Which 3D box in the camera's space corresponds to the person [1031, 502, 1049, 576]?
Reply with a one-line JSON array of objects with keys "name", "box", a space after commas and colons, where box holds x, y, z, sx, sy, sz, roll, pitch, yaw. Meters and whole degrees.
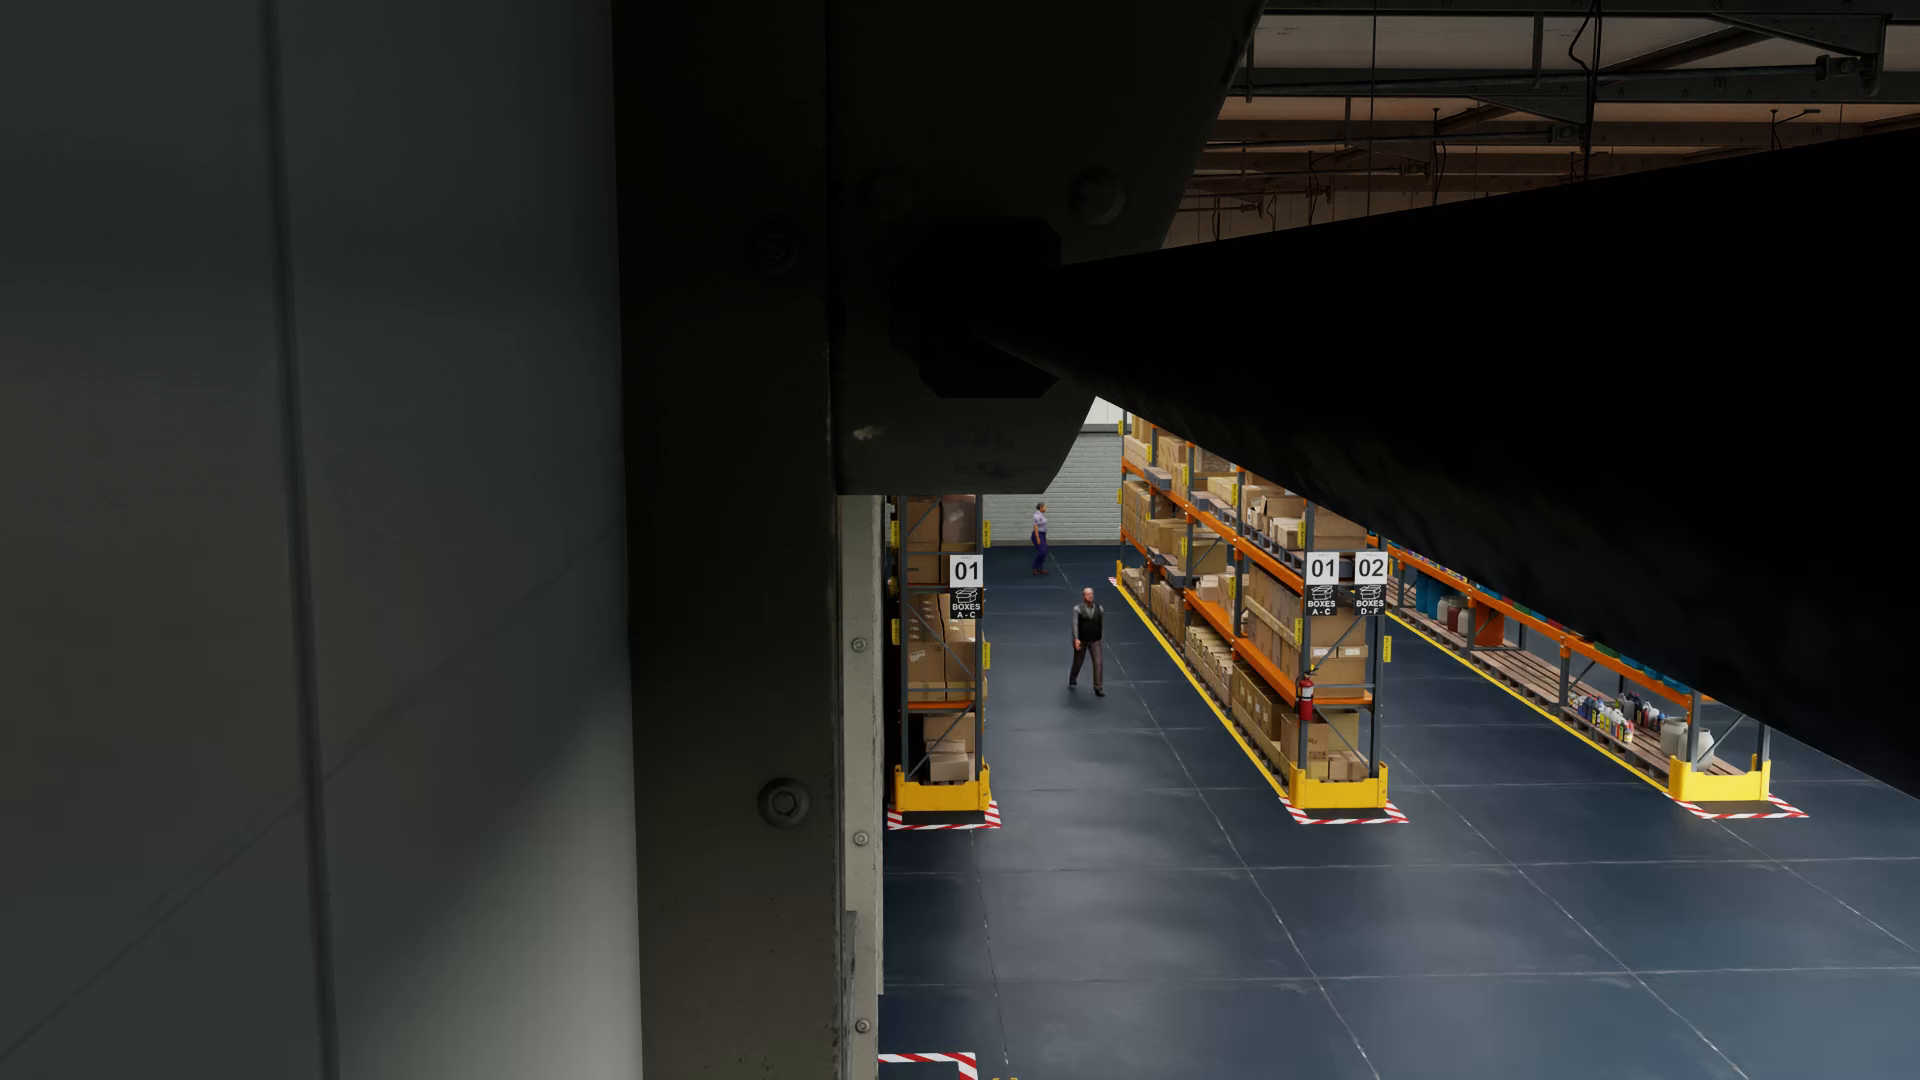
[{"name": "person", "box": [1.818, -0.022, 37.688, 0.382, 1.702, 0.537, 3, 9, 18]}]

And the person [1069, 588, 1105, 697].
[{"name": "person", "box": [2.043, 1.600, 26.442, 0.546, 1.680, 1.017, -2, 9, -12]}]
